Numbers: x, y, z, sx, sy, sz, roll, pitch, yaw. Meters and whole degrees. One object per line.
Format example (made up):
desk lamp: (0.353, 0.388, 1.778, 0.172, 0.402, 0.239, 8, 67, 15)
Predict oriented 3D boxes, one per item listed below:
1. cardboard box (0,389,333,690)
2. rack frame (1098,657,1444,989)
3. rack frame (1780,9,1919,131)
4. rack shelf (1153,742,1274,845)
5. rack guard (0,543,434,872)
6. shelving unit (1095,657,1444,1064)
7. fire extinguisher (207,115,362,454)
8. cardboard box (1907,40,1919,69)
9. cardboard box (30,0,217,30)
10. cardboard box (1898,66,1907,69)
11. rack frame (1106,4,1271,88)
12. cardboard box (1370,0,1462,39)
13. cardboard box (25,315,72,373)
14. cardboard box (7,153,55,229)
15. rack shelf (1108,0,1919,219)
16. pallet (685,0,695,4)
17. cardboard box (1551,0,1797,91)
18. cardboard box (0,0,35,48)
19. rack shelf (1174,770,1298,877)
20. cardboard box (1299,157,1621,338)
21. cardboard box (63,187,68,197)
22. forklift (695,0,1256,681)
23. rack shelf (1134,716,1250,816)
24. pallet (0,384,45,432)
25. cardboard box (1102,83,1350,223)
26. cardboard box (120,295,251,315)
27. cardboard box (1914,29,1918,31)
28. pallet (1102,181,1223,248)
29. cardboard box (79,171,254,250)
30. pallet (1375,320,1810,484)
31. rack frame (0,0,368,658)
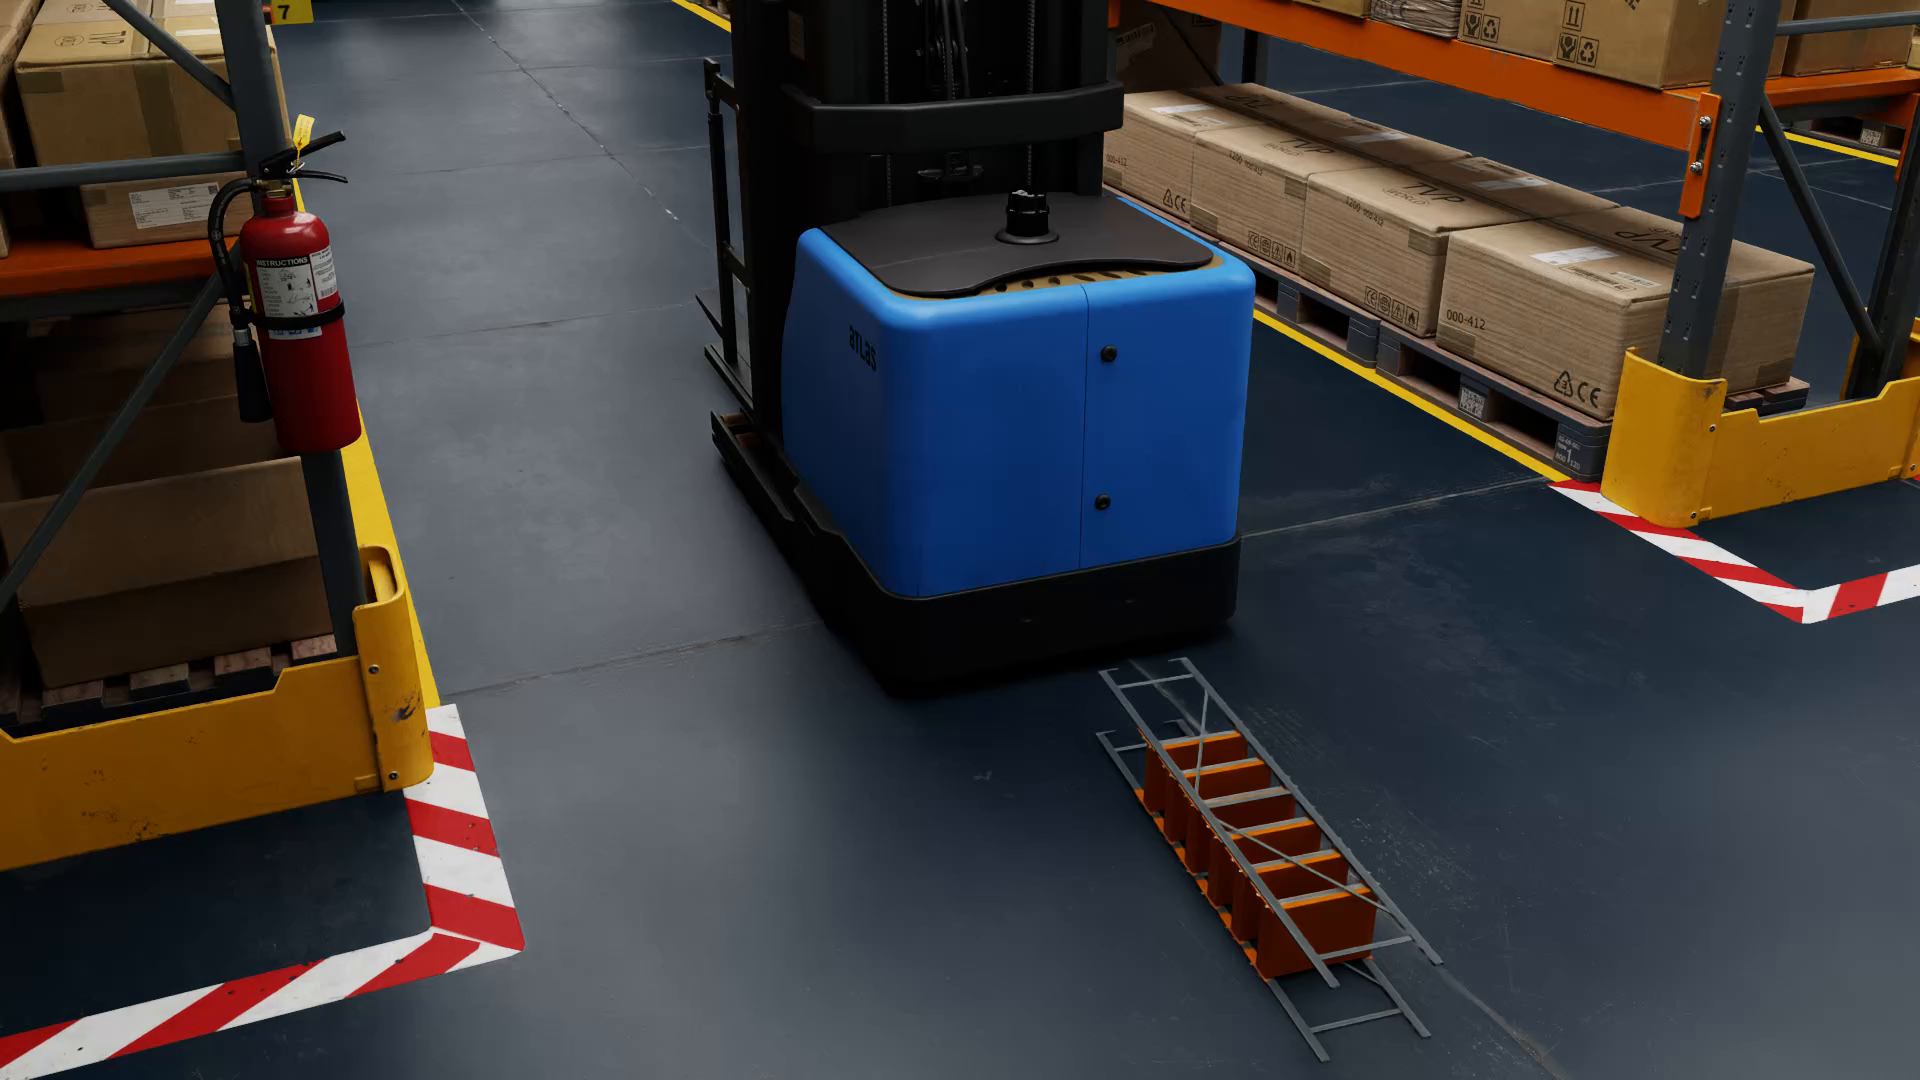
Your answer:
cardboard box: (-2.001, -0.030, 4.259, 0.797, 0.503, 0.637, -12, 28, -23)
rack frame: (0.633, 0.568, 3.654, 0.240, 0.006, 1.200, -8, 27, -15)
rack frame: (5.666, -4.060, 10.147, 1.000, 3.000, 0.127, -11, 28, -21)
rack shelf: (0.585, 0.580, 3.836, 0.258, 0.180, 0.103, -8, 27, -15)
rack guard: (-1.878, 0.393, 3.875, 1.175, 0.500, 0.348, -11, 28, -21)
shelving unit: (0.633, 0.650, 3.695, 0.258, 0.189, 1.200, -8, 27, -15)
fire extinguisher: (-1.365, -0.517, 3.404, 0.296, 0.674, 0.183, -11, 28, -21)
cardboard box: (5.808, -2.845, 9.751, 0.380, 0.149, 0.250, -11, 28, -21)
cardboard box: (-1.976, -1.199, 4.118, 0.500, 0.250, 0.500, -10, 28, -20)
cardboard box: (5.695, -2.813, 10.025, 0.380, 0.149, 0.250, -10, 28, -20)
rack frame: (1.151, -3.169, 8.321, 1.000, 3.000, 0.127, -11, 28, -21)
cardboard box: (1.892, -2.159, 6.140, 0.500, 0.500, 0.500, -10, 28, -19)
cardboard box: (-3.204, -0.740, 6.117, 0.380, 0.149, 0.250, -11, 28, -21)
cardboard box: (-2.268, -0.787, 3.730, 0.380, 0.149, 0.250, -10, 28, -19)
rack shelf: (1.934, -2.038, 6.825, 1.077, 0.370, 4.000, -11, 28, -21)
pallet: (-2.278, -5.410, 16.090, 1.003, 0.211, 1.213, -11, 28, -21)
cardboard box: (2.285, -1.748, 5.298, 0.500, 0.500, 0.500, -10, 28, -20)
cardboard box: (-2.473, -1.114, 3.945, 0.500, 0.250, 0.500, -10, 28, -20)
rack shelf: (0.620, 0.631, 3.733, 0.258, 0.180, 0.103, -8, 27, -15)
cardboard box: (2.001, -1.209, 6.748, 0.875, 0.438, 0.875, -10, 28, -19)
cardboard box: (-2.002, -0.961, 4.086, 0.380, 0.149, 0.250, -11, 28, -21)
forklift: (-0.225, -1.574, 5.133, 1.130, 2.935, 3.031, -10, 28, -19)
rack shelf: (0.550, 0.529, 3.939, 0.258, 0.180, 0.103, -8, 27, -15)
pallet: (-2.665, -0.290, 5.605, 1.003, 0.211, 1.213, -11, 28, -21)
cardboard box: (1.298, -1.934, 8.234, 0.875, 0.438, 0.875, -11, 28, -21)
cardboard box: (-2.415, -0.611, 5.452, 0.500, 0.500, 0.500, -10, 28, -20)
cardboard box: (5.610, -3.060, 10.192, 0.380, 0.149, 0.250, -9, 28, -19)
pallet: (1.377, -1.595, 8.277, 1.003, 0.211, 1.213, -11, 28, -21)
cardboard box: (-1.725, -0.766, 3.687, 0.380, 0.149, 0.250, -11, 28, -21)
pallet: (2.332, -0.610, 6.259, 1.003, 0.211, 1.213, -11, 28, -21)
rack frame: (-1.848, -0.700, 3.264, 1.000, 3.000, 0.127, -11, 28, -21)
